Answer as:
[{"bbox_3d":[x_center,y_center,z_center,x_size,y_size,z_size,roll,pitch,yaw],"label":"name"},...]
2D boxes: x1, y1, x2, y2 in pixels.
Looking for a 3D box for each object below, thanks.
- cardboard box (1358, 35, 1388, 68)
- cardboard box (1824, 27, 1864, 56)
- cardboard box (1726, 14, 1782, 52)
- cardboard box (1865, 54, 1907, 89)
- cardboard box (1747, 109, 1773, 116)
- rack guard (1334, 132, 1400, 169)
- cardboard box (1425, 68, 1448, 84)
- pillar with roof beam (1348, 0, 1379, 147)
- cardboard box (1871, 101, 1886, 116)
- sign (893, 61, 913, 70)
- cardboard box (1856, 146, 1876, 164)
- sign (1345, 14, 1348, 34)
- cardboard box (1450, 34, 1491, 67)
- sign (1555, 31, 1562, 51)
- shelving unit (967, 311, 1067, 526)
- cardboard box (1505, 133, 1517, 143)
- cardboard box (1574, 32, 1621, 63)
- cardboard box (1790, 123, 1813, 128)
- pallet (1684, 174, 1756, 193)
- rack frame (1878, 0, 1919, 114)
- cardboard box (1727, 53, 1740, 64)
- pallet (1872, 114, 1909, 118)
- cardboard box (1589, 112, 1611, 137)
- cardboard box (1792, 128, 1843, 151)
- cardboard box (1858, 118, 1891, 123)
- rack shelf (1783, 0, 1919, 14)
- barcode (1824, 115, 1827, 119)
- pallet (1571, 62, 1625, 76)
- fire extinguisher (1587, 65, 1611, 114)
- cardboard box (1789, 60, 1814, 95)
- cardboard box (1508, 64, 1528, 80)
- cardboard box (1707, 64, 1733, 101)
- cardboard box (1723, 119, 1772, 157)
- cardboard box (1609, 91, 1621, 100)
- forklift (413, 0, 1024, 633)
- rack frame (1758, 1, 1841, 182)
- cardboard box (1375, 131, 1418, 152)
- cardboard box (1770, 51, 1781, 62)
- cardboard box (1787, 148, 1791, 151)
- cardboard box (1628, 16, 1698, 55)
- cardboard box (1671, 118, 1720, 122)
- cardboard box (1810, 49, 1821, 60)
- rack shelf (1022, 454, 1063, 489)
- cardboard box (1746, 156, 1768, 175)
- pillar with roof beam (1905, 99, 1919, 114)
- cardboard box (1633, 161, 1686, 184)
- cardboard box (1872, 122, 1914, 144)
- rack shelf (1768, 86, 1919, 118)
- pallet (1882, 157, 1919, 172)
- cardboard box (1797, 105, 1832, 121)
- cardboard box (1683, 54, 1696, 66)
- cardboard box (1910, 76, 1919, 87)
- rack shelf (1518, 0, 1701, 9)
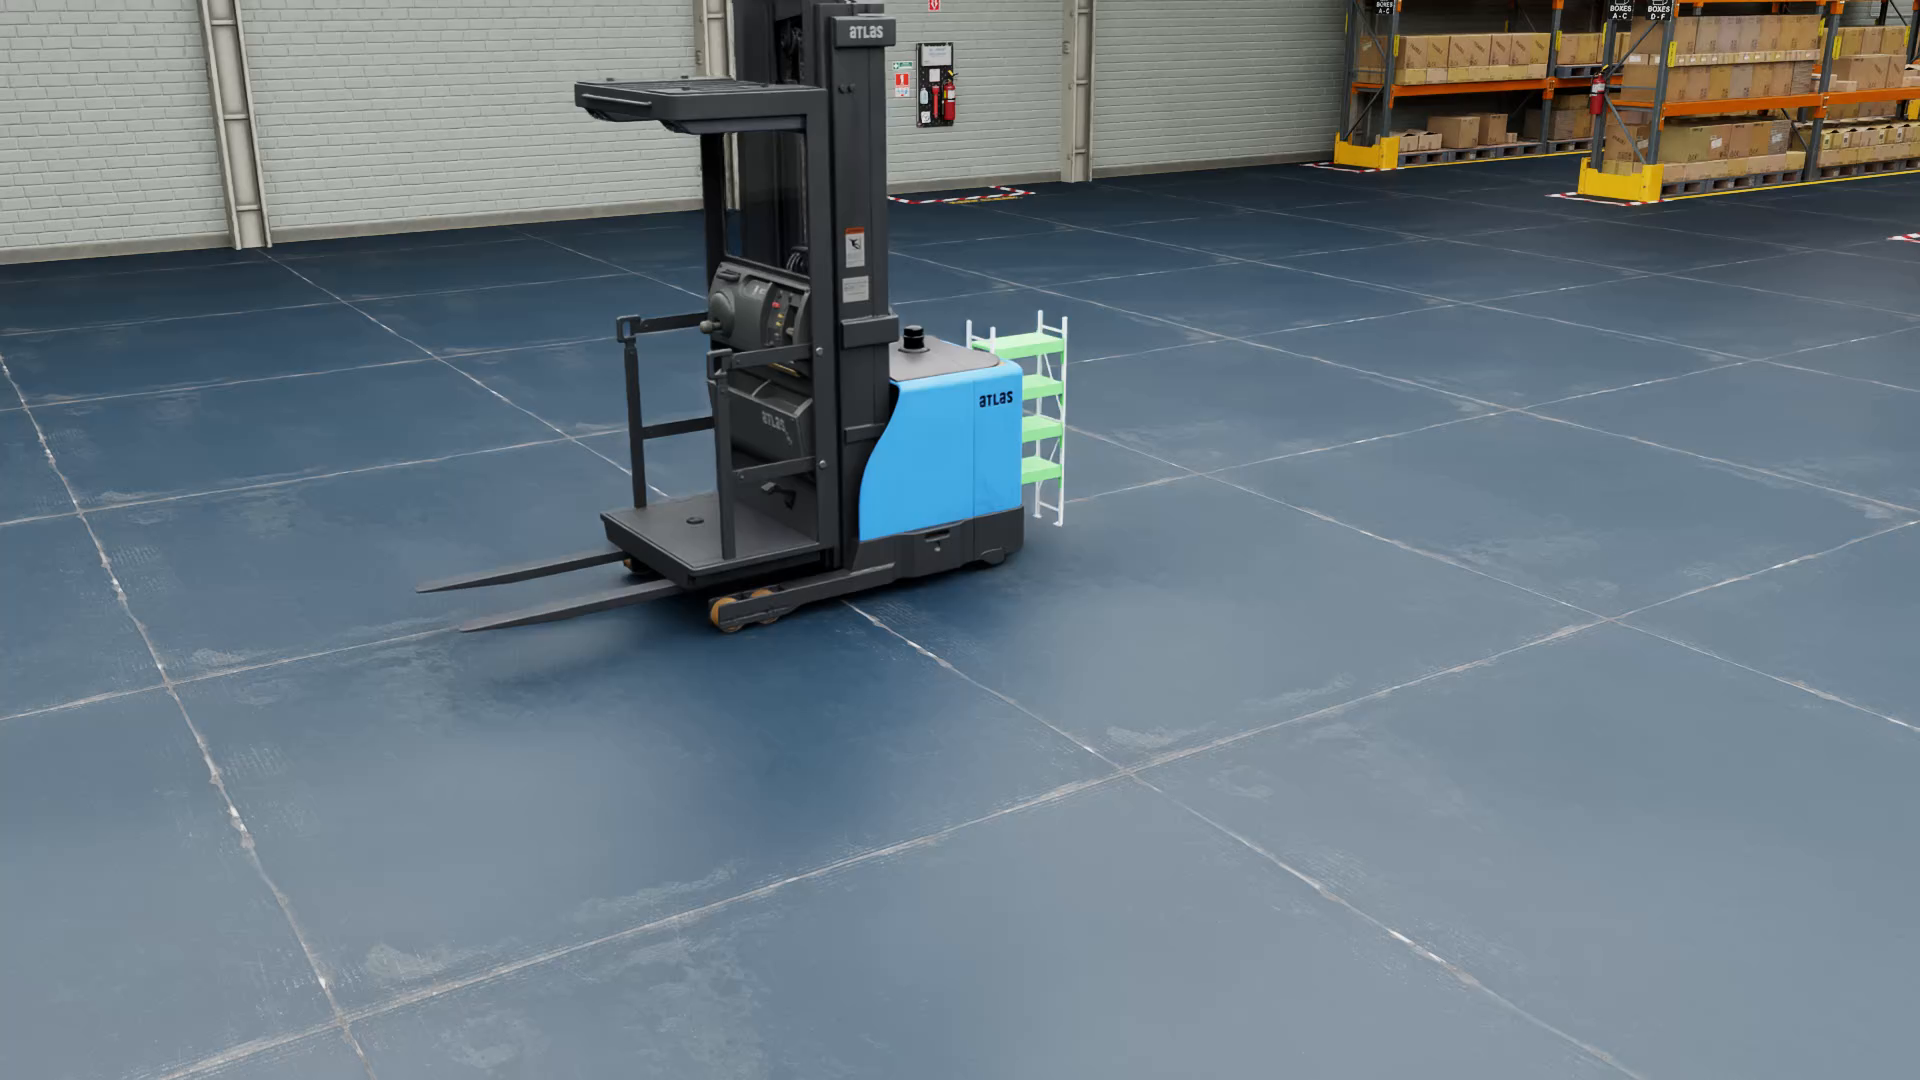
[{"bbox_3d":[6.961,-8.084,27.506,0.500,0.500,0.500,-12,22,-32],"label":"cardboard box"},{"bbox_3d":[17.781,-10.125,34.042,0.700,0.700,0.980,-13,22,-33],"label":"cardboard box"},{"bbox_3d":[11.545,-7.436,24.374,0.500,0.500,0.700,-12,22,-31],"label":"cardboard box"},{"bbox_3d":[14.701,-7.483,26.540,0.500,0.500,0.500,-13,23,-34],"label":"cardboard box"},{"bbox_3d":[15.494,-8.638,32.814,0.750,0.750,0.750,-11,22,-30],"label":"cardboard box"},{"bbox_3d":[6.748,-6.480,27.632,0.348,0.500,1.175,-12,22,-31],"label":"rack guard"},{"bbox_3d":[7.692,-7.686,27.498,0.500,0.250,0.500,-13,22,-33],"label":"cardboard box"},{"bbox_3d":[9.161,-9.696,23.874,0.400,9.000,9.100,-12,22,-31],"label":"pillar with roof beam"},{"bbox_3d":[19.099,-9.246,35.157,0.500,0.500,0.700,-12,22,-32],"label":"cardboard box"},{"bbox_3d":[-0.813,-6.720,23.556,0.331,0.109,0.001,-12,22,-31],"label":"sign"},{"bbox_3d":[14.084,-6.114,26.283,0.500,0.250,0.500,-13,22,-33],"label":"cardboard box"},{"bbox_3d":[6.396,-8.501,27.405,0.005,0.325,0.100,-12,22,-31],"label":"sign"},{"bbox_3d":[8.526,-8.216,27.896,0.500,0.500,0.500,-11,22,-30],"label":"cardboard box"},{"bbox_3d":[10.330,-8.622,28.712,0.005,0.325,0.100,-12,22,-31],"label":"sign"},{"bbox_3d":[0.312,-0.636,9.253,0.503,1.200,0.258,-13,22,-33],"label":"shelving unit"},{"bbox_3d":[9.594,-7.119,29.357,0.250,0.166,0.380,-16,24,-38],"label":"cardboard box"},{"bbox_3d":[11.472,-8.913,30.081,0.500,0.500,0.700,-9,21,-24],"label":"cardboard box"},{"bbox_3d":[13.364,-6.434,26.356,0.500,0.311,0.500,-11,22,-30],"label":"cardboard box"},{"bbox_3d":[11.045,-5.365,24.784,1.213,0.211,1.003,-12,22,-31],"label":"pallet"},{"bbox_3d":[20.047,-10.469,35.528,0.127,3.000,1.000,-12,22,-31],"label":"rack frame"},{"bbox_3d":[10.932,-6.920,23.861,0.250,0.149,0.380,-12,22,-32],"label":"cardboard box"},{"bbox_3d":[19.422,-8.986,35.496,1.213,0.211,1.003,-12,22,-31],"label":"pallet"},{"bbox_3d":[11.483,-7.697,30.545,0.500,0.500,0.700,-12,22,-31],"label":"cardboard box"},{"bbox_3d":[13.234,-6.199,25.660,0.500,0.311,0.500,-12,22,-31],"label":"cardboard box"},{"bbox_3d":[15.060,-6.789,27.405,0.500,0.311,0.500,-13,22,-33],"label":"cardboard box"},{"bbox_3d":[14.423,-8.464,26.035,4.000,0.370,1.077,-12,22,-31],"label":"rack shelf"},{"bbox_3d":[13.194,-6.444,25.338,0.075,0.075,0.001,-12,22,-31],"label":"barcode"},{"bbox_3d":[11.735,-8.609,30.327,1.213,0.211,1.003,-12,22,-31],"label":"pallet"},{"bbox_3d":[9.057,-6.393,23.593,0.183,0.674,0.296,-12,22,-31],"label":"fire extinguisher"},{"bbox_3d":[12.385,-6.999,25.106,0.500,0.500,0.700,-13,22,-33],"label":"cardboard box"},{"bbox_3d":[9.375,-8.044,28.557,0.500,0.250,0.500,-12,22,-31],"label":"cardboard box"},{"bbox_3d":[10.662,-6.632,24.023,0.500,0.500,0.700,-12,22,-31],"label":"cardboard box"},{"bbox_3d":[11.646,-5.968,24.682,0.500,0.500,0.500,-12,22,-31],"label":"cardboard box"},{"bbox_3d":[11.855,-8.123,30.634,0.500,0.250,0.500,-12,22,-32],"label":"cardboard box"},{"bbox_3d":[-1.158,-1.138,8.035,3.031,2.935,1.130,-13,22,-33],"label":"forklift"},{"bbox_3d":[12.752,-7.031,25.359,0.127,3.000,1.000,-12,22,-31],"label":"rack frame"},{"bbox_3d":[7.311,-6.683,27.841,0.500,0.311,0.500,-15,24,-37],"label":"cardboard box"},{"bbox_3d":[11.792,-7.102,24.399,0.250,0.149,0.380,-12,22,-32],"label":"cardboard box"},{"bbox_3d":[12.939,-6.078,26.177,0.500,0.250,0.500,-12,22,-32],"label":"cardboard box"},{"bbox_3d":[9.853,-7.077,23.312,0.500,0.500,0.700,-12,22,-31],"label":"cardboard box"},{"bbox_3d":[10.941,-6.020,24.835,0.500,0.500,0.500,-12,22,-31],"label":"cardboard box"},{"bbox_3d":[12.643,-7.281,24.928,0.250,0.149,0.380,-12,22,-31],"label":"cardboard box"},{"bbox_3d":[0.312,-0.348,9.350,0.480,0.148,0.258,-13,22,-33],"label":"rack shelf"},{"bbox_3d":[11.653,-5.610,24.792,0.500,0.250,0.500,-12,22,-31],"label":"cardboard box"},{"bbox_3d":[24.194,-12.867,33.252,0.400,9.000,9.100,-12,22,-31],"label":"pillar with roof beam"},{"bbox_3d":[9.982,-5.258,23.751,0.500,0.250,0.500,-12,22,-31],"label":"cardboard box"},{"bbox_3d":[14.937,-6.558,26.722,0.500,0.311,0.500,-12,22,-32],"label":"cardboard box"},{"bbox_3d":[14.423,-7.043,26.516,4.000,0.370,1.077,-12,22,-31],"label":"rack shelf"},{"bbox_3d":[15.384,-6.280,27.491,1.213,0.211,1.003,-12,22,-31],"label":"pallet"},{"bbox_3d":[17.387,-8.884,34.086,0.500,0.500,0.700,-12,22,-31],"label":"cardboard box"},{"bbox_3d":[10.077,-6.740,23.328,0.250,0.149,0.380,-13,22,-33],"label":"cardboard box"},{"bbox_3d":[15.494,-7.384,26.796,0.250,0.149,0.380,-12,22,-31],"label":"cardboard box"},{"bbox_3d":[11.695,-9.788,29.953,4.000,0.370,1.077,-12,22,-31],"label":"rack shelf"}]
